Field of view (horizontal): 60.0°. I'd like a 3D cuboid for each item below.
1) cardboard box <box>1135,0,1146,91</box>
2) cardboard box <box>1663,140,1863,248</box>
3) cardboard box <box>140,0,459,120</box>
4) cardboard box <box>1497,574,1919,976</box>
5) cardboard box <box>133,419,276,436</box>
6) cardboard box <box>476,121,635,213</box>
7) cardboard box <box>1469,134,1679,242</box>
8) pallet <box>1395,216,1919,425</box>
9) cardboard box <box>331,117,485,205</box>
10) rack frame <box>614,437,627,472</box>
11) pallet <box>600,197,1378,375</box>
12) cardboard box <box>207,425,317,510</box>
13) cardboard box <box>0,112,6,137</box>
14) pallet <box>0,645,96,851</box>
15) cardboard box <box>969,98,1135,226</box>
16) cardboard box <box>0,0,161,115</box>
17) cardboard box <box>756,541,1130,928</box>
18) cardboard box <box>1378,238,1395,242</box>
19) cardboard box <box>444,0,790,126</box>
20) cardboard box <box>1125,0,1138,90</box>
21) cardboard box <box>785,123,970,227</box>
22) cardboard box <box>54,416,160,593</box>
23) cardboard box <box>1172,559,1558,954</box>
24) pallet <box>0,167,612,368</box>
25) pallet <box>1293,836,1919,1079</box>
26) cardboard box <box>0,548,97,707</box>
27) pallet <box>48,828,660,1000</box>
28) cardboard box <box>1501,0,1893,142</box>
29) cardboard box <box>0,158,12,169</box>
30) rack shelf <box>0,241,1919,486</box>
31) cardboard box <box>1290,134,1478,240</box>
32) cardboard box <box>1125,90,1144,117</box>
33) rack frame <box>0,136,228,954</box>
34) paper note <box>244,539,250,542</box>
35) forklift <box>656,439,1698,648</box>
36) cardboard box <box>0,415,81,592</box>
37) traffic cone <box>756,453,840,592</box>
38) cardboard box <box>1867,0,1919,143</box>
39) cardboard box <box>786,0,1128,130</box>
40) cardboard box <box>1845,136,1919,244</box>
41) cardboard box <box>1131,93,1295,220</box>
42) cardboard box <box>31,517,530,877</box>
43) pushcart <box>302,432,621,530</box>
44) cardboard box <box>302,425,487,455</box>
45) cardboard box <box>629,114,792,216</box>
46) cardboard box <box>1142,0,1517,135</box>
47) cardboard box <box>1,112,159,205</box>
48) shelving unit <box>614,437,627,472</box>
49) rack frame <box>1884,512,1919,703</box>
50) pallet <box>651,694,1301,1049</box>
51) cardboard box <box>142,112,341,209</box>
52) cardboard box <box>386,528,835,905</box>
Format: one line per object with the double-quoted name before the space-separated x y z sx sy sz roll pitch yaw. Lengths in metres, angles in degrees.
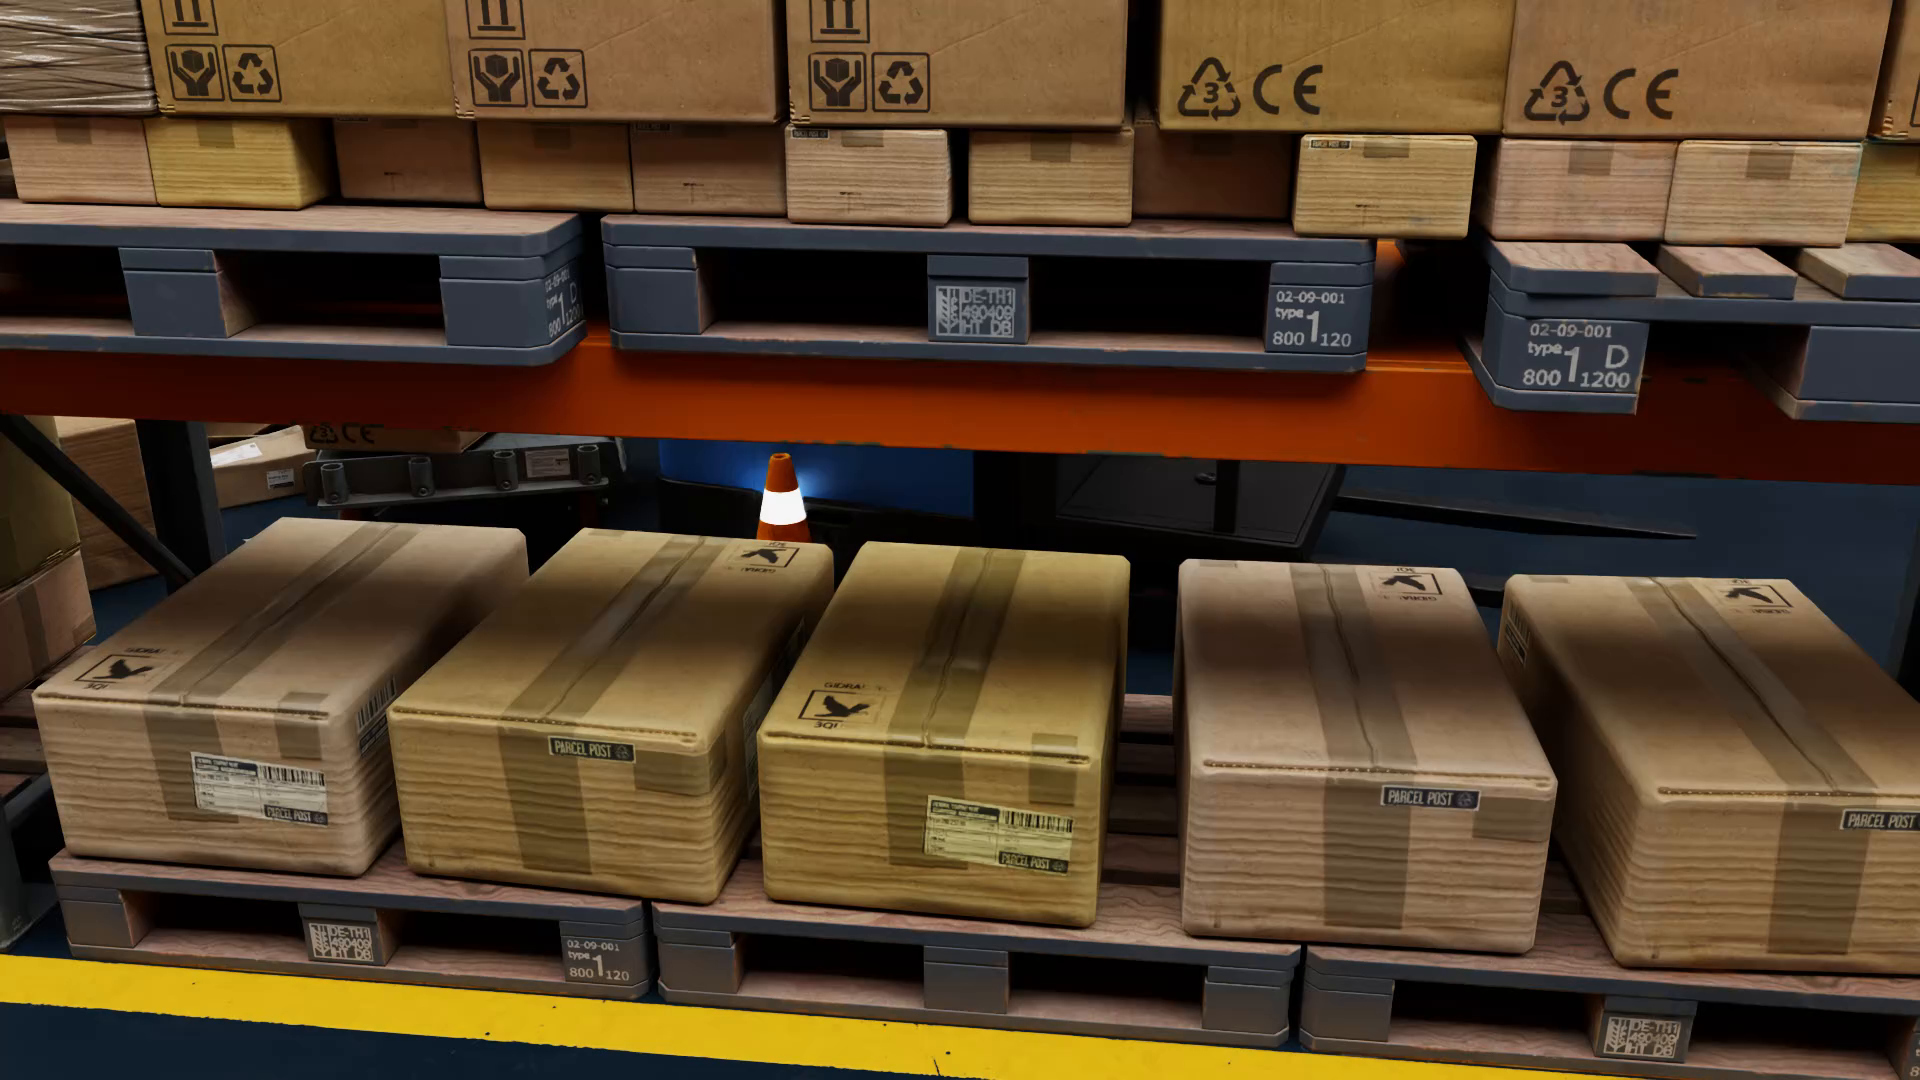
"cardboard box" 0.589 -1.101 3.033 0.500 0.500 0.500 3 22 7
"cardboard box" 1.171 -0.563 2.554 0.250 0.149 0.380 2 22 6
"cardboard box" -0.988 -0.983 2.735 0.500 0.500 0.500 3 22 6
"cardboard box" 1.495 0.422 3.295 0.625 0.372 0.950 1 22 3
"cardboard box" -2.918 -0.636 6.179 0.503 0.637 0.797 2 22 6
"cardboard box" -0.618 -0.664 2.810 0.250 0.149 0.380 3 22 7
"cardboard box" 0.922 -0.577 2.589 0.250 0.149 0.380 1 22 4
"pallet" 1.334 -0.479 2.833 1.003 0.211 1.213 2 22 6
"cardboard box" -0.869 -0.690 2.877 0.250 0.149 0.380 4 22 10
"rack frame" -1.285 -0.833 5.679 0.015 1.200 0.240 -13 15 -8
"pallet" 0.084 -0.558 3.032 1.213 0.211 1.003 2 22 6
"cardboard box" -2.474 -0.297 5.830 0.396 0.266 0.258 -14 25 -31
"cardboard box" -2.322 -1.055 3.488 0.500 0.500 0.500 2 22 6
"pallet" -2.589 0.531 3.809 1.213 0.211 1.003 2 22 6
"cardboard box" 0.153 -0.621 2.702 0.250 0.149 0.380 2 22 5
"cardboard box" -1.486 -1.005 2.789 0.500 0.500 0.500 3 22 8
"cardboard box" 0.009 0.358 3.457 0.625 0.372 0.950 3 22 8
"cardboard box" 1.943 -1.596 7.887 0.750 0.750 1.050 2 22 6
"cardboard box" -0.499 -0.957 2.668 0.500 0.500 0.500 2 22 6
"cardboard box" 0.093 -1.126 3.095 0.500 0.500 0.500 2 22 4
"cardboard box" -0.115 -0.622 2.704 0.250 0.149 0.380 3 22 8
"cardboard box" -2.822 -0.131 5.089 0.500 0.500 0.500 -19 28 -40
"cardboard box" 0.761 0.393 3.368 0.625 0.372 0.950 2 22 5
"pallet" -1.176 -0.574 3.073 1.213 0.211 1.003 2 22 6
"pallet" 1.279 0.686 3.418 1.213 0.211 1.003 2 22 6
"cardboard box" -2.472 0.210 3.998 0.500 0.250 0.500 2 22 4
"pallet" -1.144 0.580 3.685 1.213 0.211 1.003 2 22 6
"cardboard box" 1.056 -0.893 2.507 0.500 0.500 0.500 2 22 5
"cardboard box" -2.193 -0.763 3.633 0.250 0.149 0.380 2 22 6
"rack shelf" 0.069 -0.328 3.169 4.000 0.370 1.077 2 22 6
"cardboard box" 0.647 -0.584 2.606 0.250 0.149 0.380 3 22 7
"cardboard box" 0.406 -0.789 3.127 0.250 0.149 0.380 3 22 8
"rack frame" -1.918 -0.750 3.256 0.127 3.000 1.000 2 22 6
"paper note" -2.243 -0.015 5.435 0.142 0.019 0.148 2 22 6
"forklift" 0.636 -1.256 4.631 3.031 2.935 1.130 7 23 18
"cardboard box" -2.472 -0.139 3.860 0.500 0.500 0.500 4 22 9
"traffic cone" -0.521 -0.027 4.879 0.334 0.463 0.336 2 22 6
"cardboard box" 1.570 -0.875 2.461 0.500 0.500 0.500 2 22 5
"cardboard box" 0.012 -0.939 2.622 0.500 0.500 0.500 2 22 4
"cardboard box" 1.427 -0.568 2.568 0.250 0.149 0.380 3 22 7
"cardboard box" 0.412 -0.640 2.750 0.250 0.149 0.380 3 22 7
"cardboard box" -1.396 0.299 3.607 0.625 0.372 0.950 3 22 7
"pushcart" -1.699 -0.365 5.849 0.936 0.377 1.648 -5 22 -12
"cardboard box" -1.738 -0.590 5.223 0.500 0.500 0.500 2 22 6
"cardboard box" -0.373 -0.653 2.781 0.250 0.149 0.380 3 22 7
"cardboard box" 0.554 -0.915 2.561 0.500 0.500 0.500 1 22 3
"cardboard box" -1.406 -0.689 2.873 0.250 0.149 0.380 3 22 7
"shelving unit" -1.050 -0.887 5.713 0.503 1.200 0.258 -13 15 -8
"rack frame" 2.055 -0.576 2.818 0.127 3.000 1.000 2 22 6
"pallet" 0.071 0.632 3.553 1.213 0.211 1.003 2 22 6
"cardboard box" -1.159 -0.675 2.837 0.250 0.149 0.380 3 22 7
"cardboard box" -0.682 0.329 3.531 0.625 0.372 0.950 4 22 10
